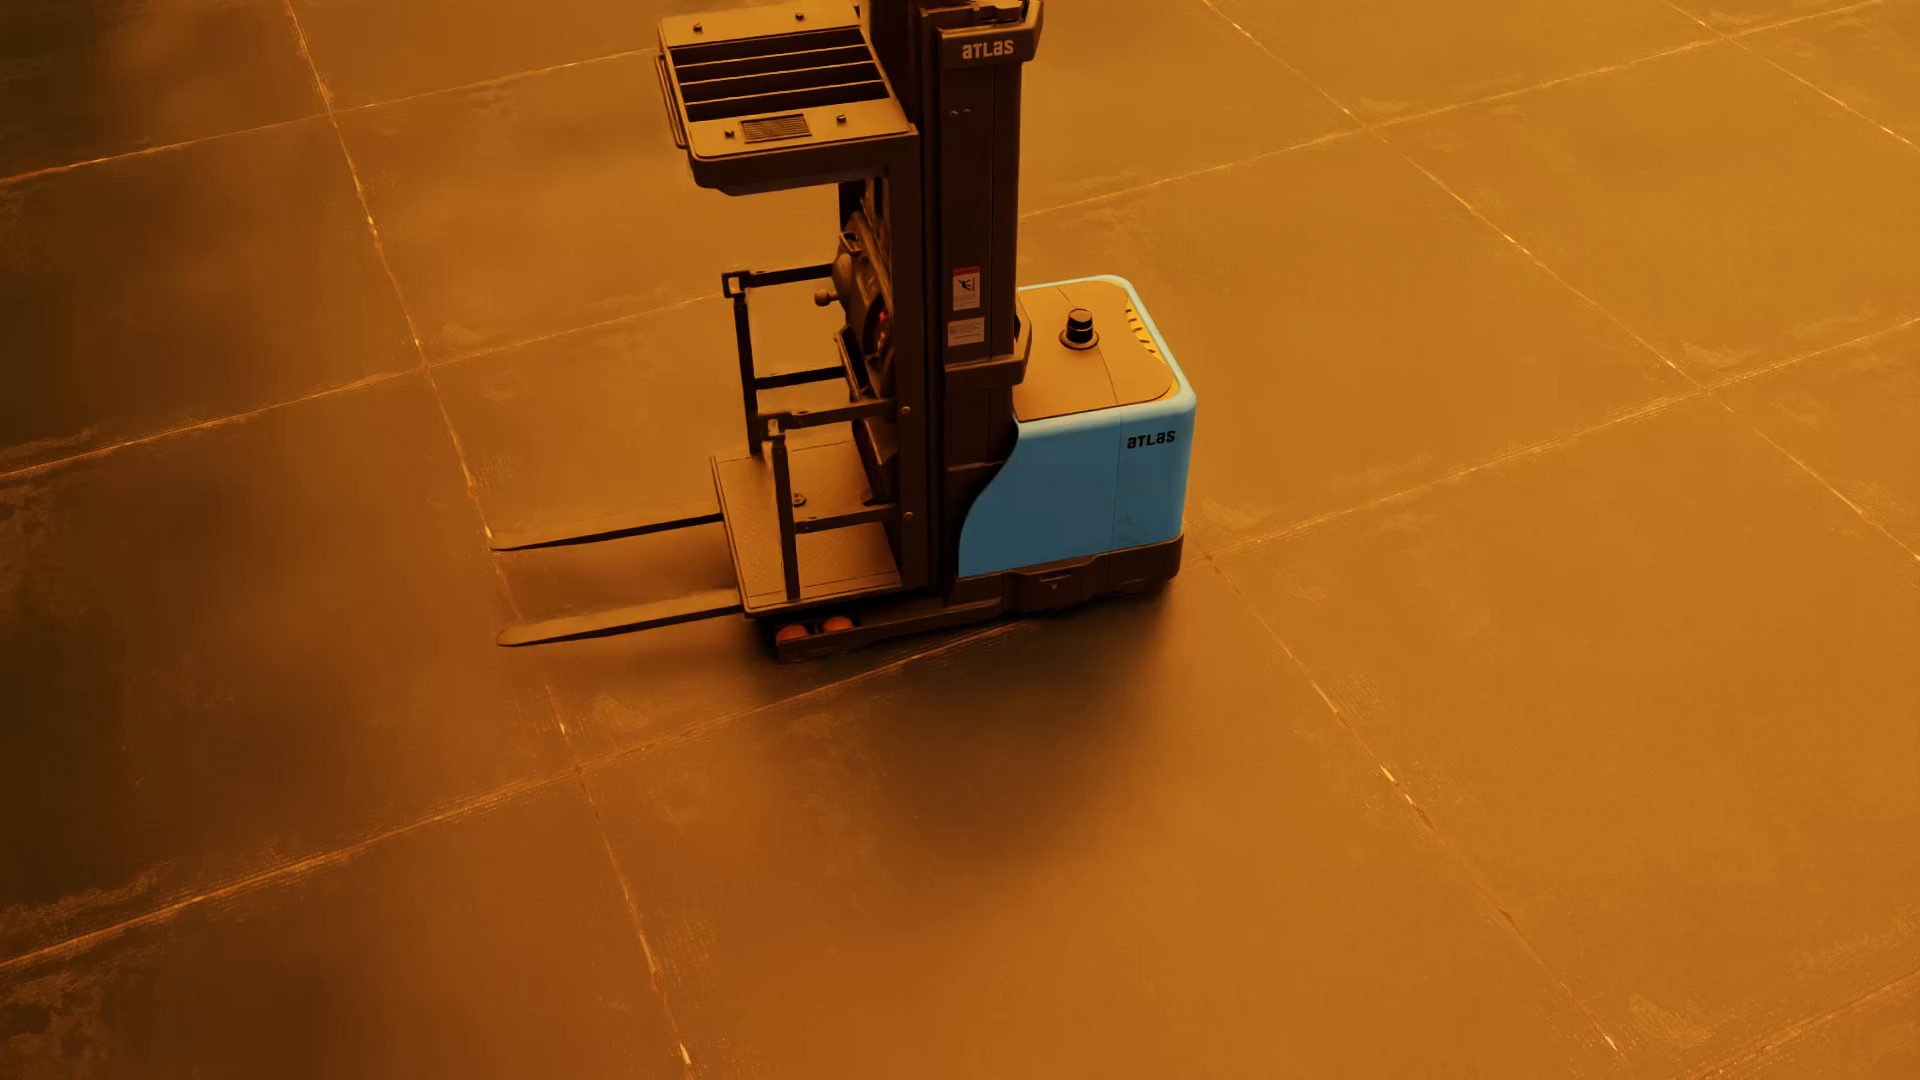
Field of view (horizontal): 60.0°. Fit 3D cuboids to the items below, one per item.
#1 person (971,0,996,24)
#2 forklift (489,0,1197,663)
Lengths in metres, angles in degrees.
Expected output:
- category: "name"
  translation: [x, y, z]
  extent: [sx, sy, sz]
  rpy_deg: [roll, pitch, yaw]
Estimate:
- category: "person"
  translation: [-0.030, -2.867, 9.654]
  extent: [0.622, 1.750, 0.476]
  rpy_deg: [1, 43, 1]
- category: "forklift"
  translation: [-0.572, -0.940, 6.688]
  extent: [3.031, 2.935, 1.130]
  rpy_deg: [-10, 44, -10]
